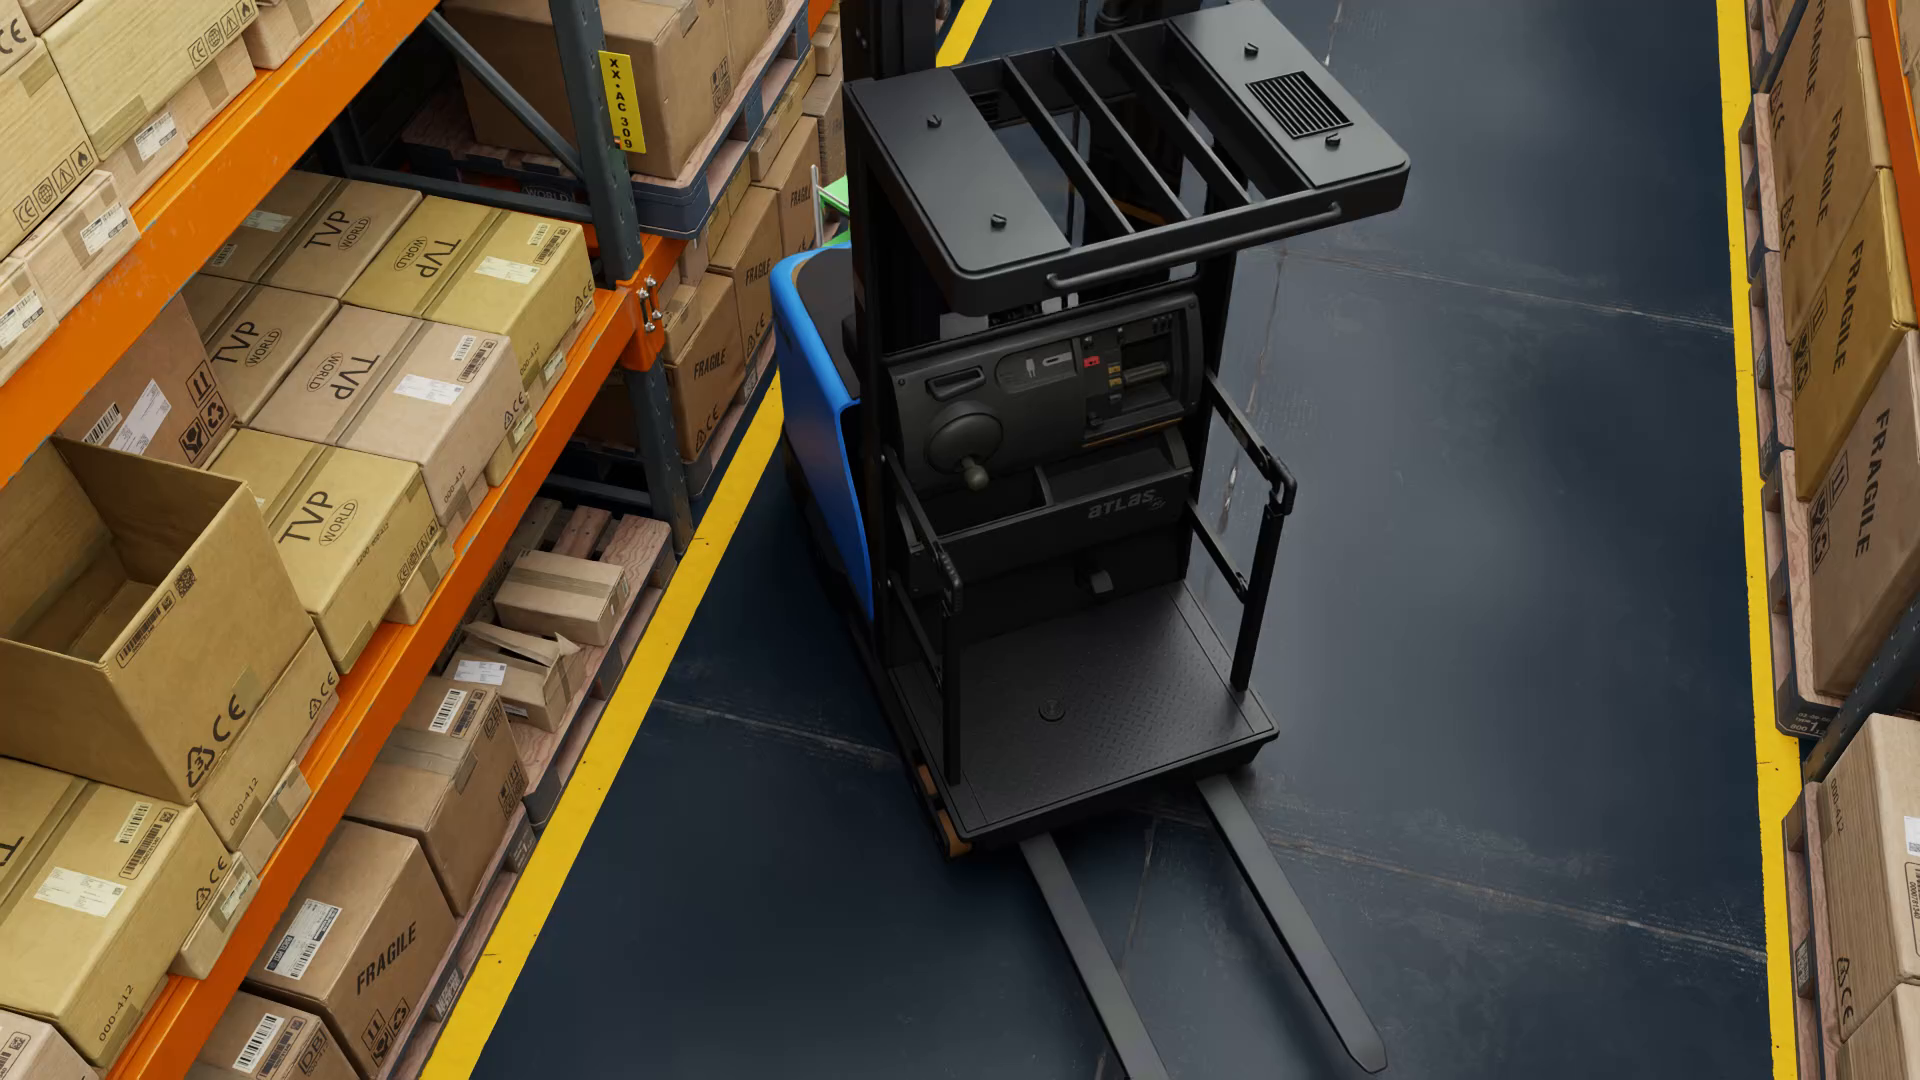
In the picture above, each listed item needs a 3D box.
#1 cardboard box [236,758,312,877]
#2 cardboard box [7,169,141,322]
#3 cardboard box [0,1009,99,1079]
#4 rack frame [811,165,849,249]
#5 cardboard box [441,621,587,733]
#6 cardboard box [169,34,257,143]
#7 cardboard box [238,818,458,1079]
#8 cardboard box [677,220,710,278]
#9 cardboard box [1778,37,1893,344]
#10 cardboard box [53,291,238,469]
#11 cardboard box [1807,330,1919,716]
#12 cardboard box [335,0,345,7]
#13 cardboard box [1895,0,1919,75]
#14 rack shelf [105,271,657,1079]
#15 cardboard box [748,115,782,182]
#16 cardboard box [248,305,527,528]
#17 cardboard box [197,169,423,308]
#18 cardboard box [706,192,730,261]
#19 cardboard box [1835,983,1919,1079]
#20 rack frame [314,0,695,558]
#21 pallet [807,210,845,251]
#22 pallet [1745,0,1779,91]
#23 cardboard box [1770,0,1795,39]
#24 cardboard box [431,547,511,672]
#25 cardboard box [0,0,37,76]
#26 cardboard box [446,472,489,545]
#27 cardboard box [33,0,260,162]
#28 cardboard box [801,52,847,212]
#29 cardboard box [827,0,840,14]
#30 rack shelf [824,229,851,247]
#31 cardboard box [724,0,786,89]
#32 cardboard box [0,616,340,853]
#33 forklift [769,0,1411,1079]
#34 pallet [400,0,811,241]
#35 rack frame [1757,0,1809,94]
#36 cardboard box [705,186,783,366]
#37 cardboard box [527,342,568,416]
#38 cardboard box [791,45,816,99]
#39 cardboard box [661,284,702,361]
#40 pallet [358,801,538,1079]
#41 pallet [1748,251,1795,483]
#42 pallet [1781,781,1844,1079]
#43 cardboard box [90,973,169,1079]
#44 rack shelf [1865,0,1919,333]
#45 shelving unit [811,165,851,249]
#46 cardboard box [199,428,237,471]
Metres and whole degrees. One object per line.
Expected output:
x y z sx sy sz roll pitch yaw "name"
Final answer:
-1.763 0.605 3.883 0.380 0.149 0.250 13 50 11 "cardboard box"
-1.685 -0.543 2.895 0.380 0.149 0.250 12 50 11 "cardboard box"
-2.039 1.134 3.150 0.500 0.250 0.500 12 50 10 "cardboard box"
-0.431 -0.846 6.197 0.240 1.200 0.015 37 58 28 "rack frame"
-1.456 0.414 5.427 0.396 0.266 0.258 13 50 11 "cardboard box"
-1.622 -0.929 3.236 0.380 0.149 0.250 13 50 11 "cardboard box"
-1.801 1.113 4.654 0.500 0.500 0.500 12 50 11 "cardboard box"
-1.125 -1.100 5.977 0.380 0.149 0.250 9 49 8 "cardboard box"
3.843 -1.296 6.530 0.875 0.875 0.875 12 50 10 "cardboard box"
-2.147 -0.343 3.954 0.500 0.500 0.500 10 49 9 "cardboard box"
3.377 0.006 5.381 0.875 0.875 0.875 13 50 11 "cardboard box"
-1.455 -1.293 3.558 0.380 0.149 0.250 13 50 11 "cardboard box"
3.711 -1.880 6.009 0.500 0.250 0.500 13 50 11 "cardboard box"
-2.025 0.614 4.188 1.077 0.370 4.000 12 50 10 "rack shelf"
-0.932 -1.582 6.600 0.380 0.149 0.250 11 50 10 "cardboard box"
-1.515 -0.338 4.449 0.500 0.250 0.500 12 50 10 "cardboard box"
-1.889 -0.815 4.870 0.500 0.250 0.500 11 50 10 "cardboard box"
-1.093 -1.208 6.270 0.380 0.149 0.250 9 49 8 "cardboard box"
2.787 1.695 4.182 0.875 0.438 0.875 10 49 9 "cardboard box"
-1.498 -1.071 5.195 1.000 3.000 0.127 12 50 10 "rack frame"
-1.002 -1.629 7.547 1.003 0.211 1.213 12 50 10 "pallet"
4.551 -2.630 8.430 1.003 0.211 1.213 12 50 10 "pallet"
4.502 -2.664 8.073 0.950 0.372 0.625 9 49 7 "cardboard box"
-1.900 0.111 5.665 0.500 0.311 0.500 13 50 11 "cardboard box"
-1.797 -0.757 2.485 0.500 0.250 0.500 13 50 11 "cardboard box"
-1.527 -0.138 4.538 0.380 0.149 0.250 13 50 11 "cardboard box"
-1.656 -0.968 3.004 0.500 0.250 0.500 13 50 11 "cardboard box"
-0.745 -1.809 7.233 0.500 0.500 0.500 10 49 9 "cardboard box"
-0.664 -2.336 7.265 0.380 0.149 0.250 11 49 9 "cardboard box"
-0.260 -1.093 6.180 0.258 0.148 0.480 37 58 28 "rack shelf"
-1.019 -1.923 5.600 0.700 0.500 0.500 12 50 10 "cardboard box"
-1.795 0.392 3.805 0.500 0.250 0.500 10 49 9 "cardboard box"
0.339 -0.316 4.574 1.130 2.935 3.031 -16 51 -14 "forklift"
-1.183 -1.564 5.758 1.003 0.211 1.213 12 50 10 "pallet"
4.344 -2.987 6.886 1.000 3.000 0.127 12 50 10 "rack frame"
-1.023 -1.075 6.586 0.500 0.500 0.500 11 49 10 "cardboard box"
-1.386 -0.515 4.871 0.380 0.149 0.250 13 50 11 "cardboard box"
-0.821 -1.962 6.936 0.380 0.149 0.250 12 50 10 "cardboard box"
-1.147 -0.804 5.914 0.380 0.149 0.250 14 50 12 "cardboard box"
-1.999 1.234 5.021 1.003 0.211 1.213 12 50 10 "pallet"
3.741 -0.630 6.665 1.003 0.211 1.213 12 50 10 "pallet"
3.016 1.363 4.906 1.003 0.211 1.213 12 50 10 "pallet"
-1.952 0.968 3.563 0.380 0.149 0.250 12 50 11 "cardboard box"
3.818 -1.303 5.879 1.077 0.370 4.000 12 50 10 "rack shelf"
-0.260 -0.977 6.312 0.258 1.200 0.503 37 58 28 "shelving unit"
-2.152 -0.078 4.220 0.500 0.250 0.500 13 50 11 "cardboard box"
